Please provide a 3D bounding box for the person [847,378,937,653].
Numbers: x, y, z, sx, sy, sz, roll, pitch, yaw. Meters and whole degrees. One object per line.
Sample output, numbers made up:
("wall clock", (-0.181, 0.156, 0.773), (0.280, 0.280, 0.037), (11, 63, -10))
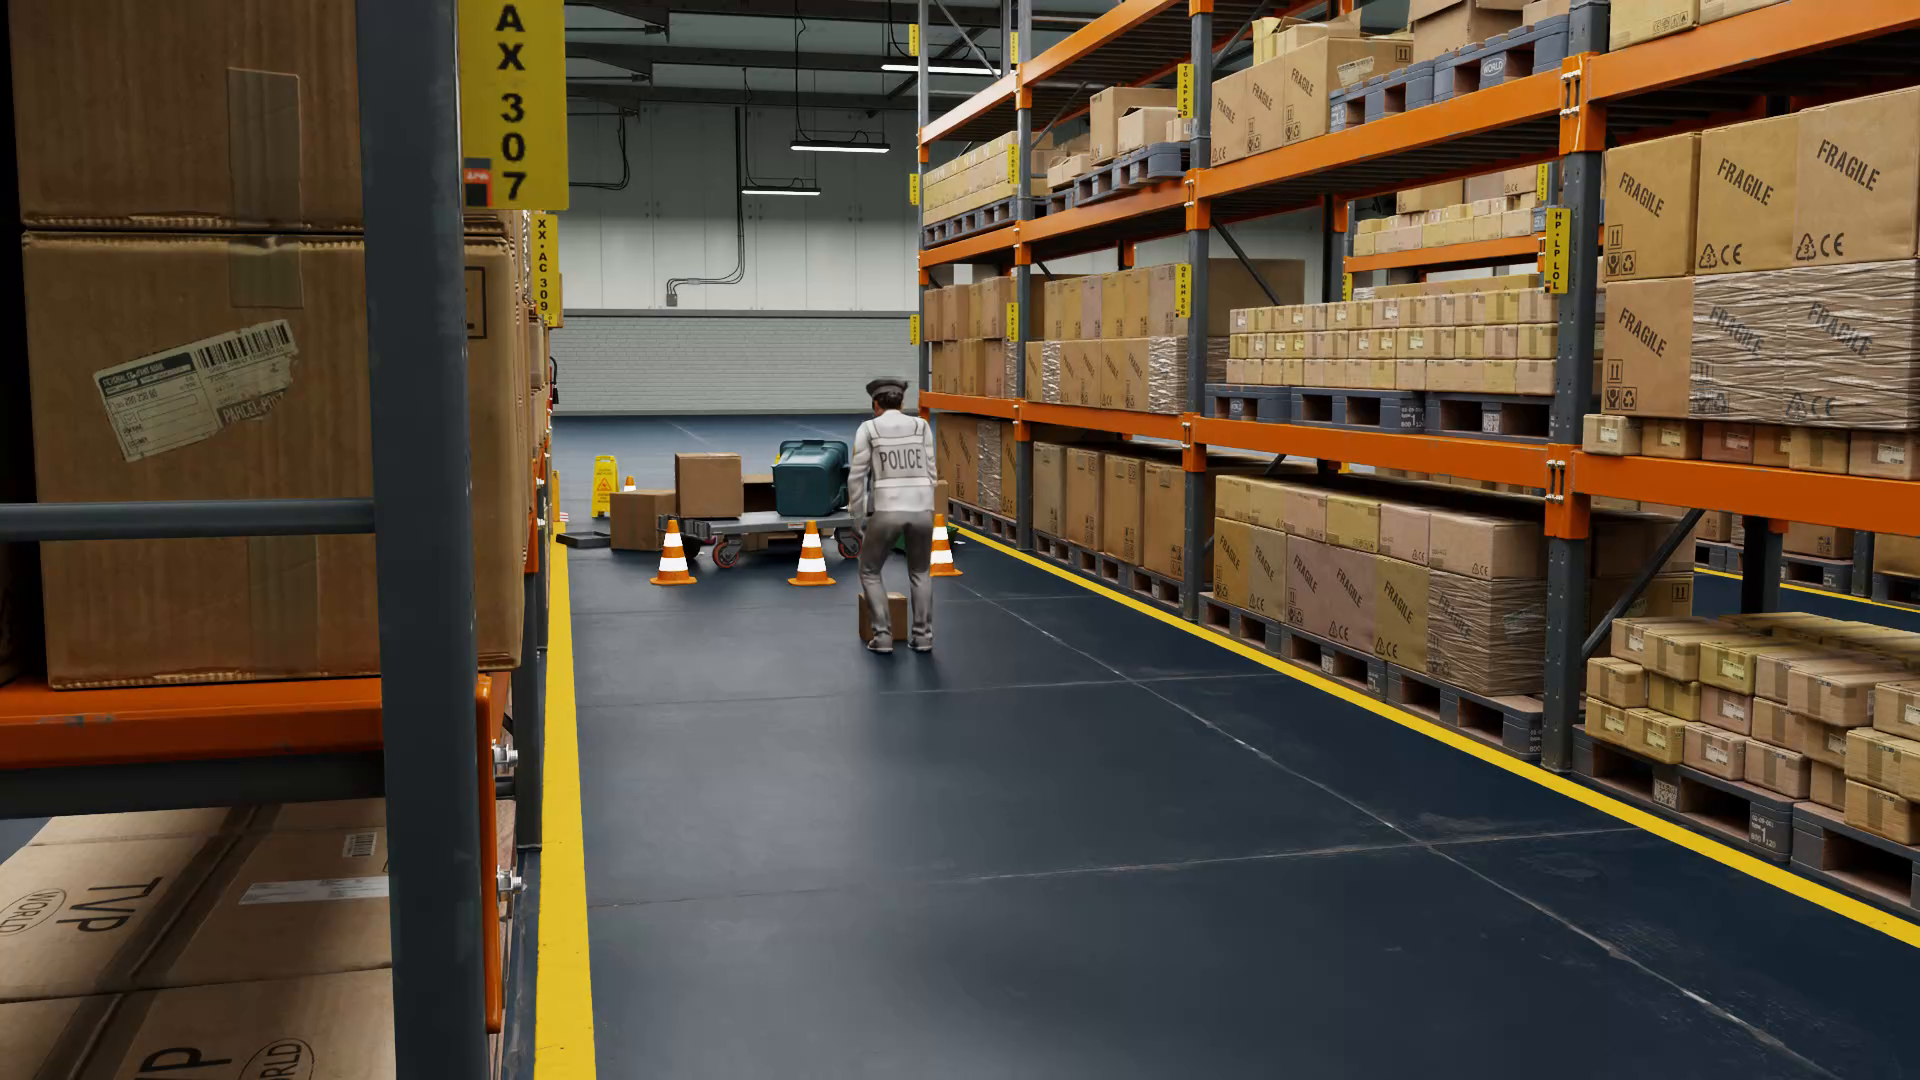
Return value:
("person", (-0.383, -0.137, 9.476), (0.520, 1.559, 0.548), (-1, 6, -13))
